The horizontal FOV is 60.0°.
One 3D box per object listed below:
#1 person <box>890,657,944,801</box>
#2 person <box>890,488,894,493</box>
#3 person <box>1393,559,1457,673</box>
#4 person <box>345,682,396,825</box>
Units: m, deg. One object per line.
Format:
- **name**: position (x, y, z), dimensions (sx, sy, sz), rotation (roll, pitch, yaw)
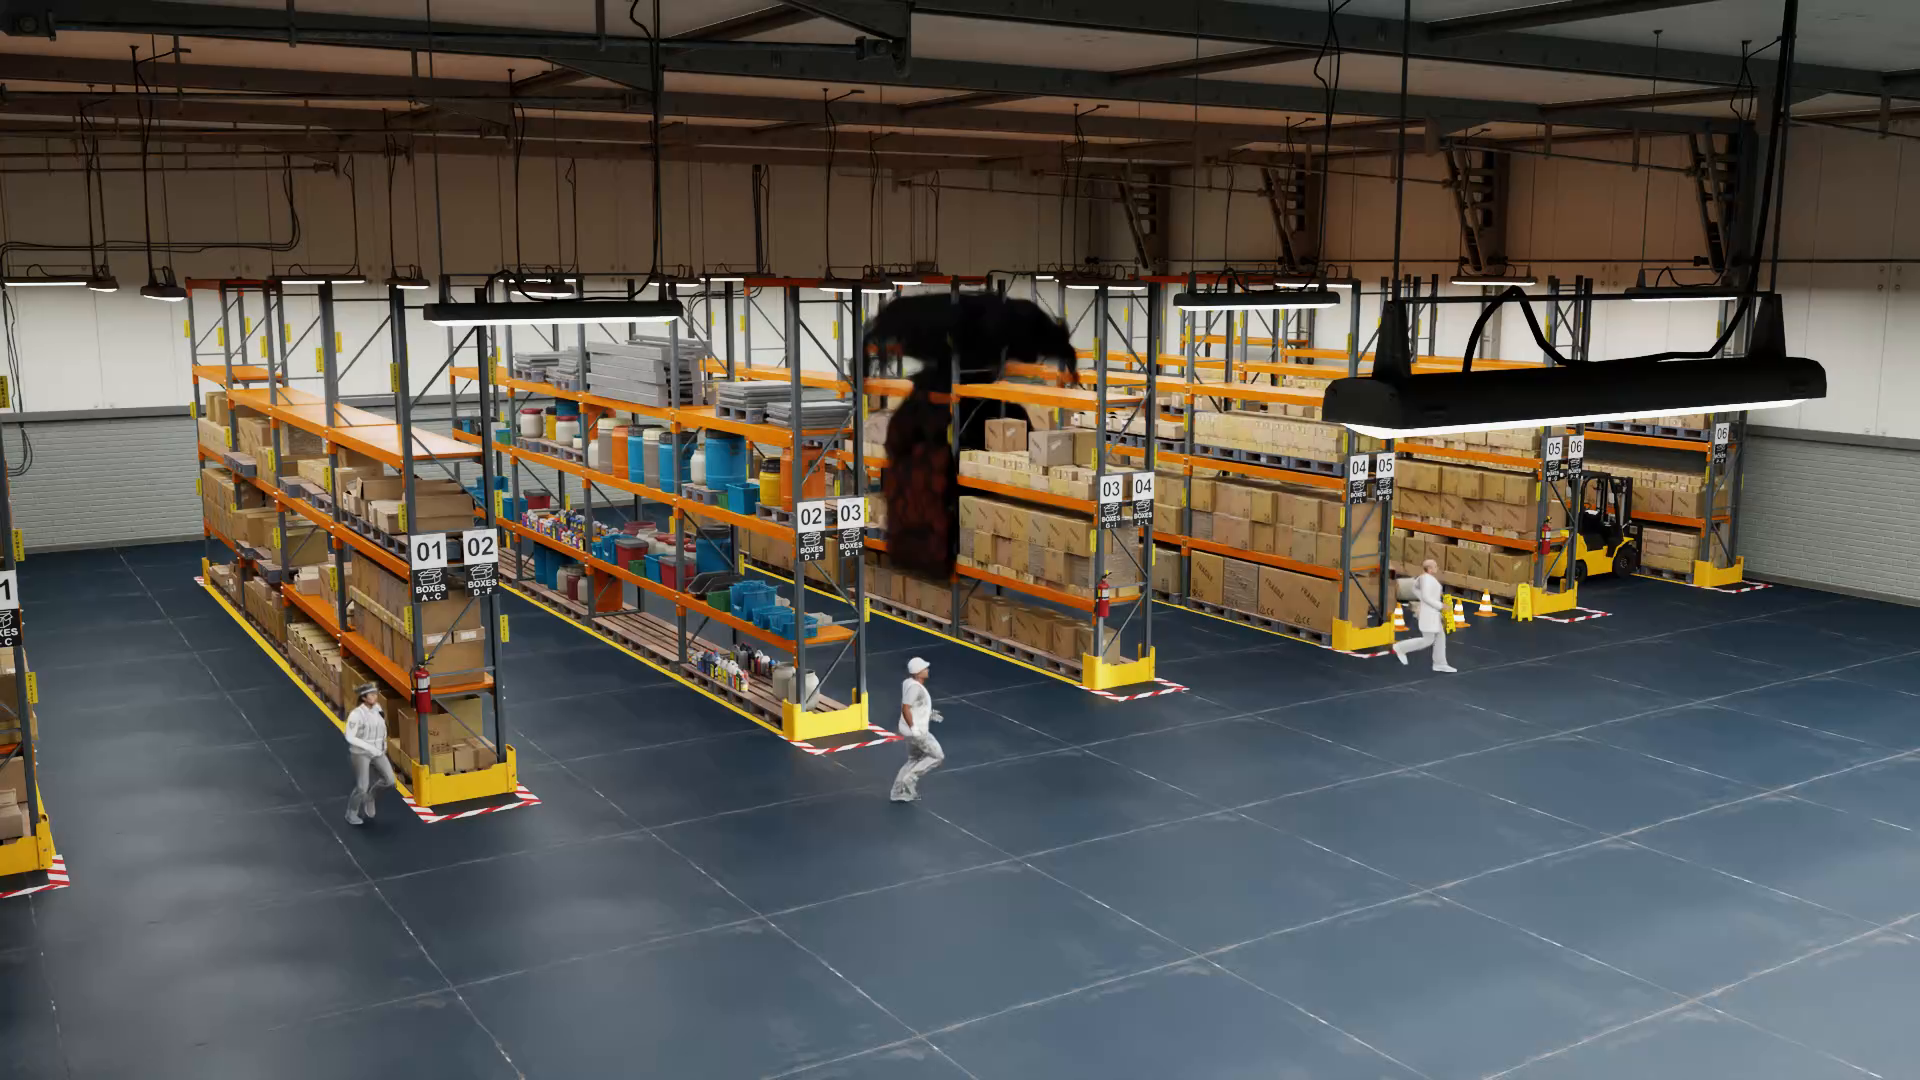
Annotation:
- **person**: position (-0.495, 2.226, 19.576), dimensions (0.674, 1.718, 0.620), rotation (-2, 10, -14)
- **person**: position (-1.474, -0.207, 33.984), dimensions (0.663, 1.739, 0.624), rotation (-6, 11, -32)
- **person**: position (7.246, 1.168, 25.833), dimensions (0.984, 1.757, 0.736), rotation (2, 10, 12)
- **person**: position (-6.657, 2.393, 18.819), dimensions (0.582, 1.627, 0.665), rotation (6, 11, 30)
